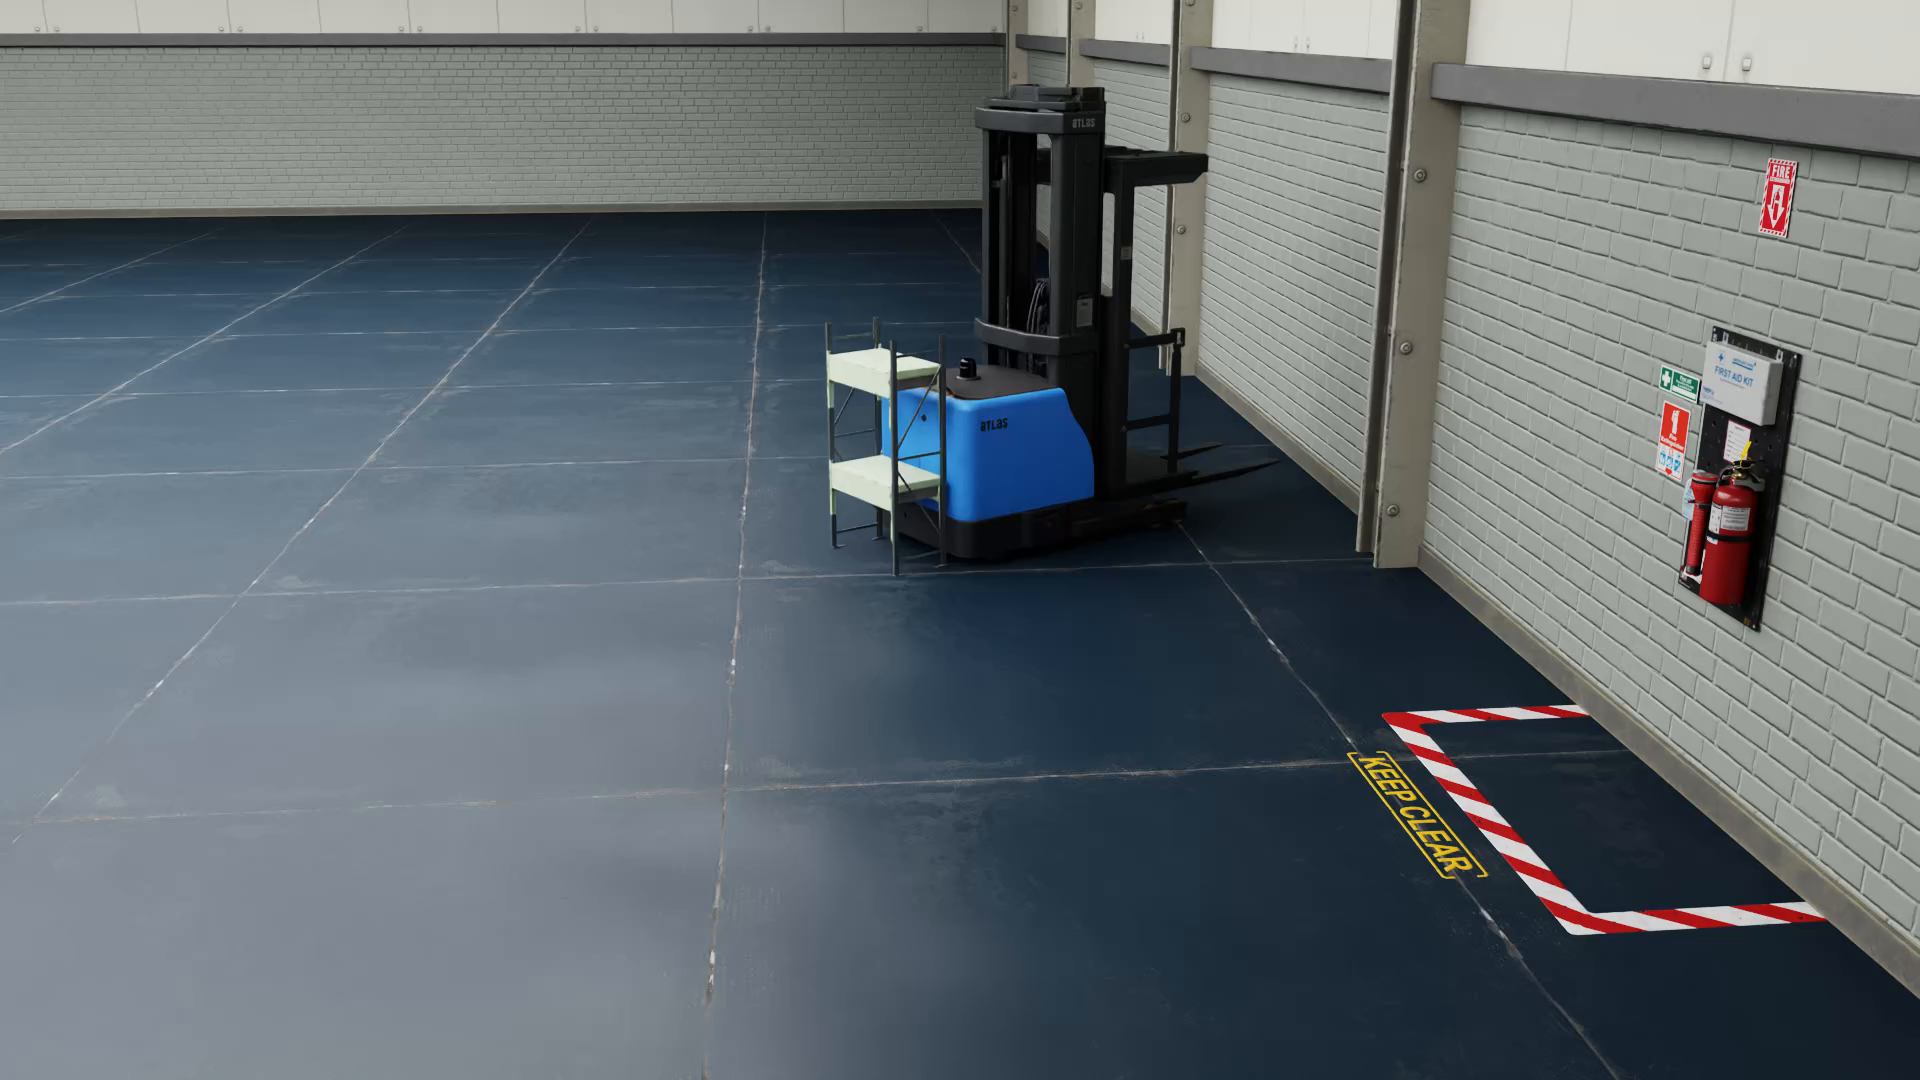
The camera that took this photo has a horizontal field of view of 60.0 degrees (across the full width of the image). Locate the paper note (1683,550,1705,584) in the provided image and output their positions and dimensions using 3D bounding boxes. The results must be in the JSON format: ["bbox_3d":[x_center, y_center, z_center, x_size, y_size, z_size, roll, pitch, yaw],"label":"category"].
[{"bbox_3d":[3.237,0.101,7.320,0.016,0.148,0.142,-2,18,-6],"label":"paper note"}]

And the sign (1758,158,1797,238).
[{"bbox_3d":[3.285,-1.376,6.683,0.001,0.298,0.199,-2,18,-6],"label":"sign"}]

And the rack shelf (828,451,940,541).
[{"bbox_3d":[-0.471,-0.293,10.696,0.431,0.370,0.720,-12,21,-34],"label":"rack shelf"}]

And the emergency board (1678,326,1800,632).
[{"bbox_3d":[3.187,-0.265,7.013,0.194,1.169,0.643,-2,18,-6],"label":"emergency board"}]

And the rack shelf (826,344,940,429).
[{"bbox_3d":[-0.471,-0.977,10.482,0.431,0.370,0.720,-12,21,-34],"label":"rack shelf"}]

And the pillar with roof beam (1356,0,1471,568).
[{"bbox_3d":[-1.497,-4.044,9.036,9.100,9.000,0.400,-2,18,-6],"label":"pillar with roof beam"}]

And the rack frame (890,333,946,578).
[{"bbox_3d":[-0.254,-0.516,10.317,0.400,1.500,0.023,-12,21,-34],"label":"rack frame"}]

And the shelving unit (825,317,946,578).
[{"bbox_3d":[-0.471,-0.604,10.599,0.431,1.500,0.755,-12,21,-34],"label":"shelving unit"}]

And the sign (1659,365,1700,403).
[{"bbox_3d":[3.224,-0.701,7.458,0.001,0.109,0.331,-2,18,-6],"label":"sign"}]

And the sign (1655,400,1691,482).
[{"bbox_3d":[3.232,-0.450,7.543,0.001,0.329,0.234,-2,18,-6],"label":"sign"}]

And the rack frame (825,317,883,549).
[{"bbox_3d":[-0.688,-0.693,10.880,0.400,1.500,0.023,-12,21,-34],"label":"rack frame"}]

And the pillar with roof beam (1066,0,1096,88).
[{"bbox_3d":[-2.735,-7.620,20.424,9.100,9.000,0.400,-2,18,-6],"label":"pillar with roof beam"}]

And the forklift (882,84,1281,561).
[{"bbox_3d":[0.958,-1.592,11.355,3.031,2.935,1.130,-12,21,-34],"label":"forklift"}]

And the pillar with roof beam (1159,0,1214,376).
[{"bbox_3d":[-2.116,-5.832,14.730,9.100,9.000,0.400,-2,18,-6],"label":"pillar with roof beam"}]

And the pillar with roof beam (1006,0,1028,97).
[{"bbox_3d":[-3.354,-9.407,26.118,9.100,9.000,0.400,-2,18,-6],"label":"pillar with roof beam"}]
